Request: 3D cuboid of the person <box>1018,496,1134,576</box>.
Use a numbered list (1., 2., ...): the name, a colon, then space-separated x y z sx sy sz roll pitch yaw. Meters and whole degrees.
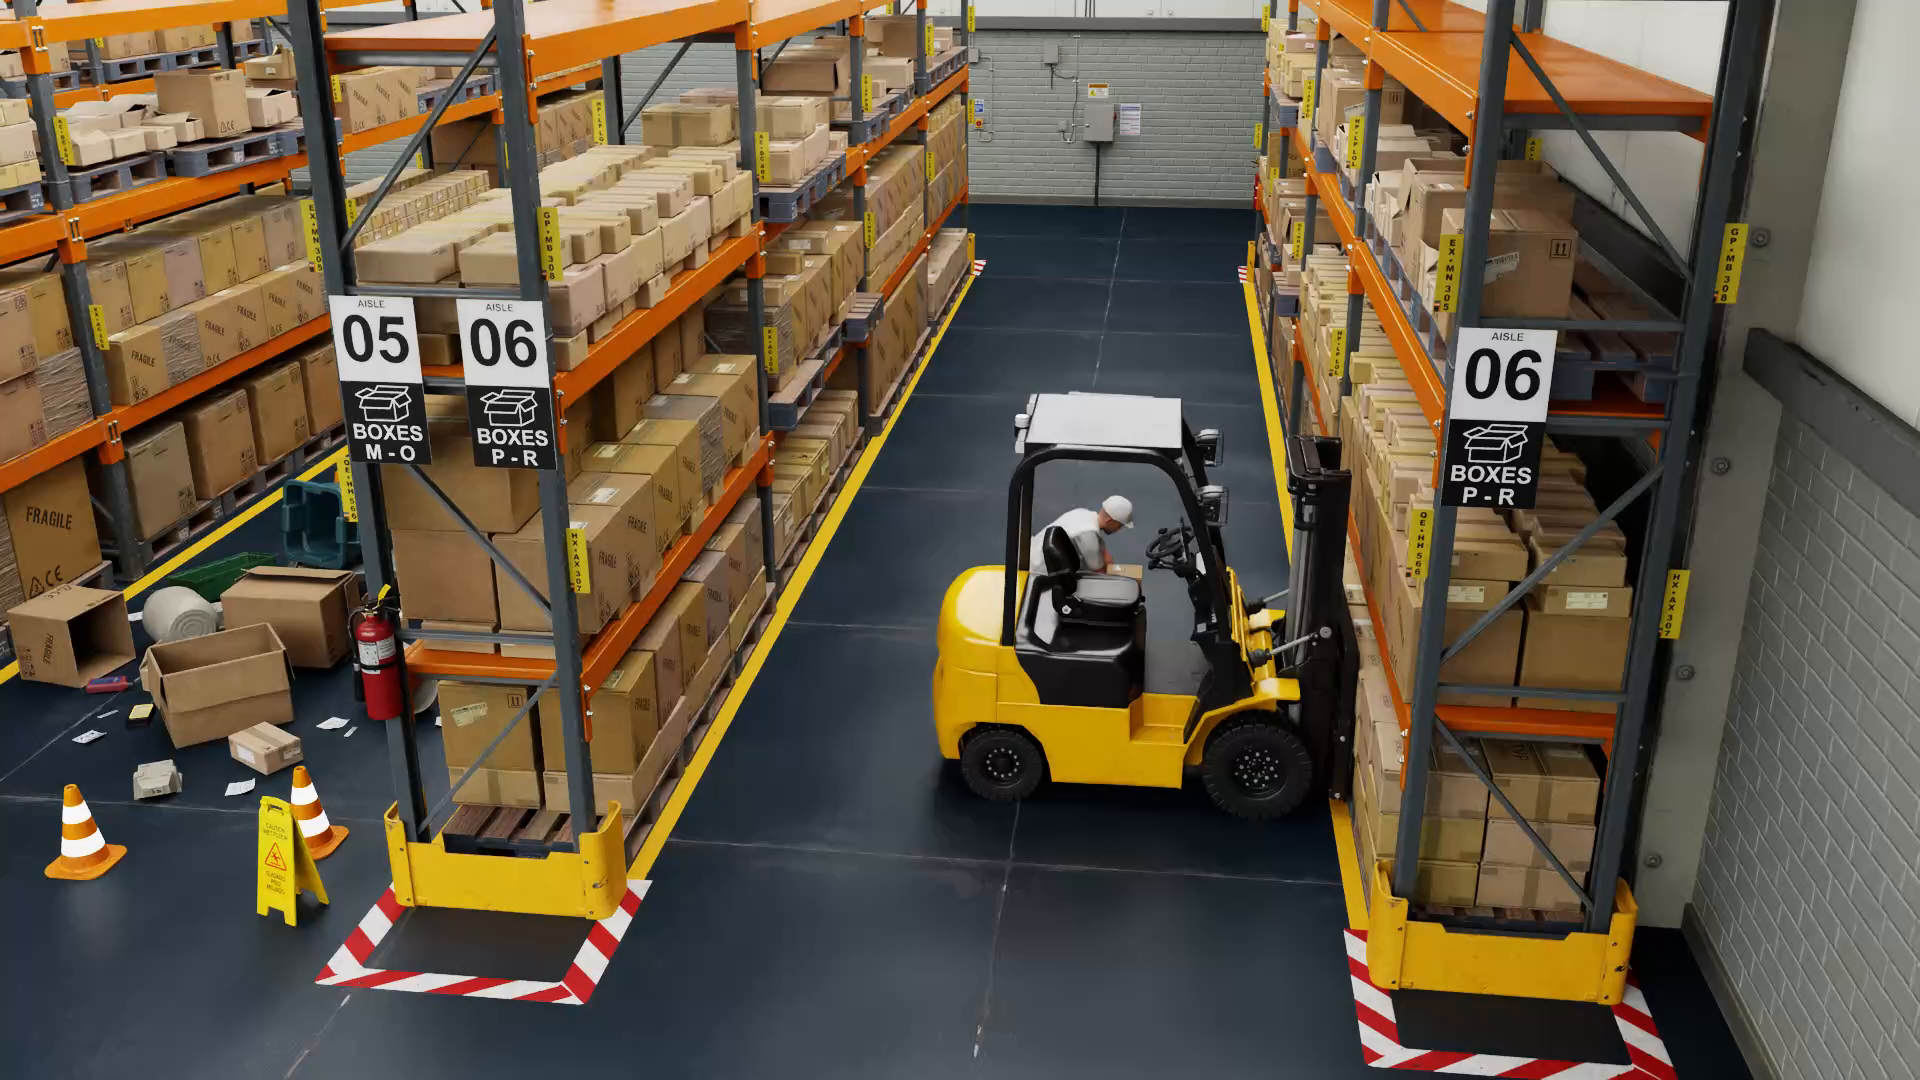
1. person: 0.830 0.161 11.754 0.875 0.991 0.569 3 21 7
